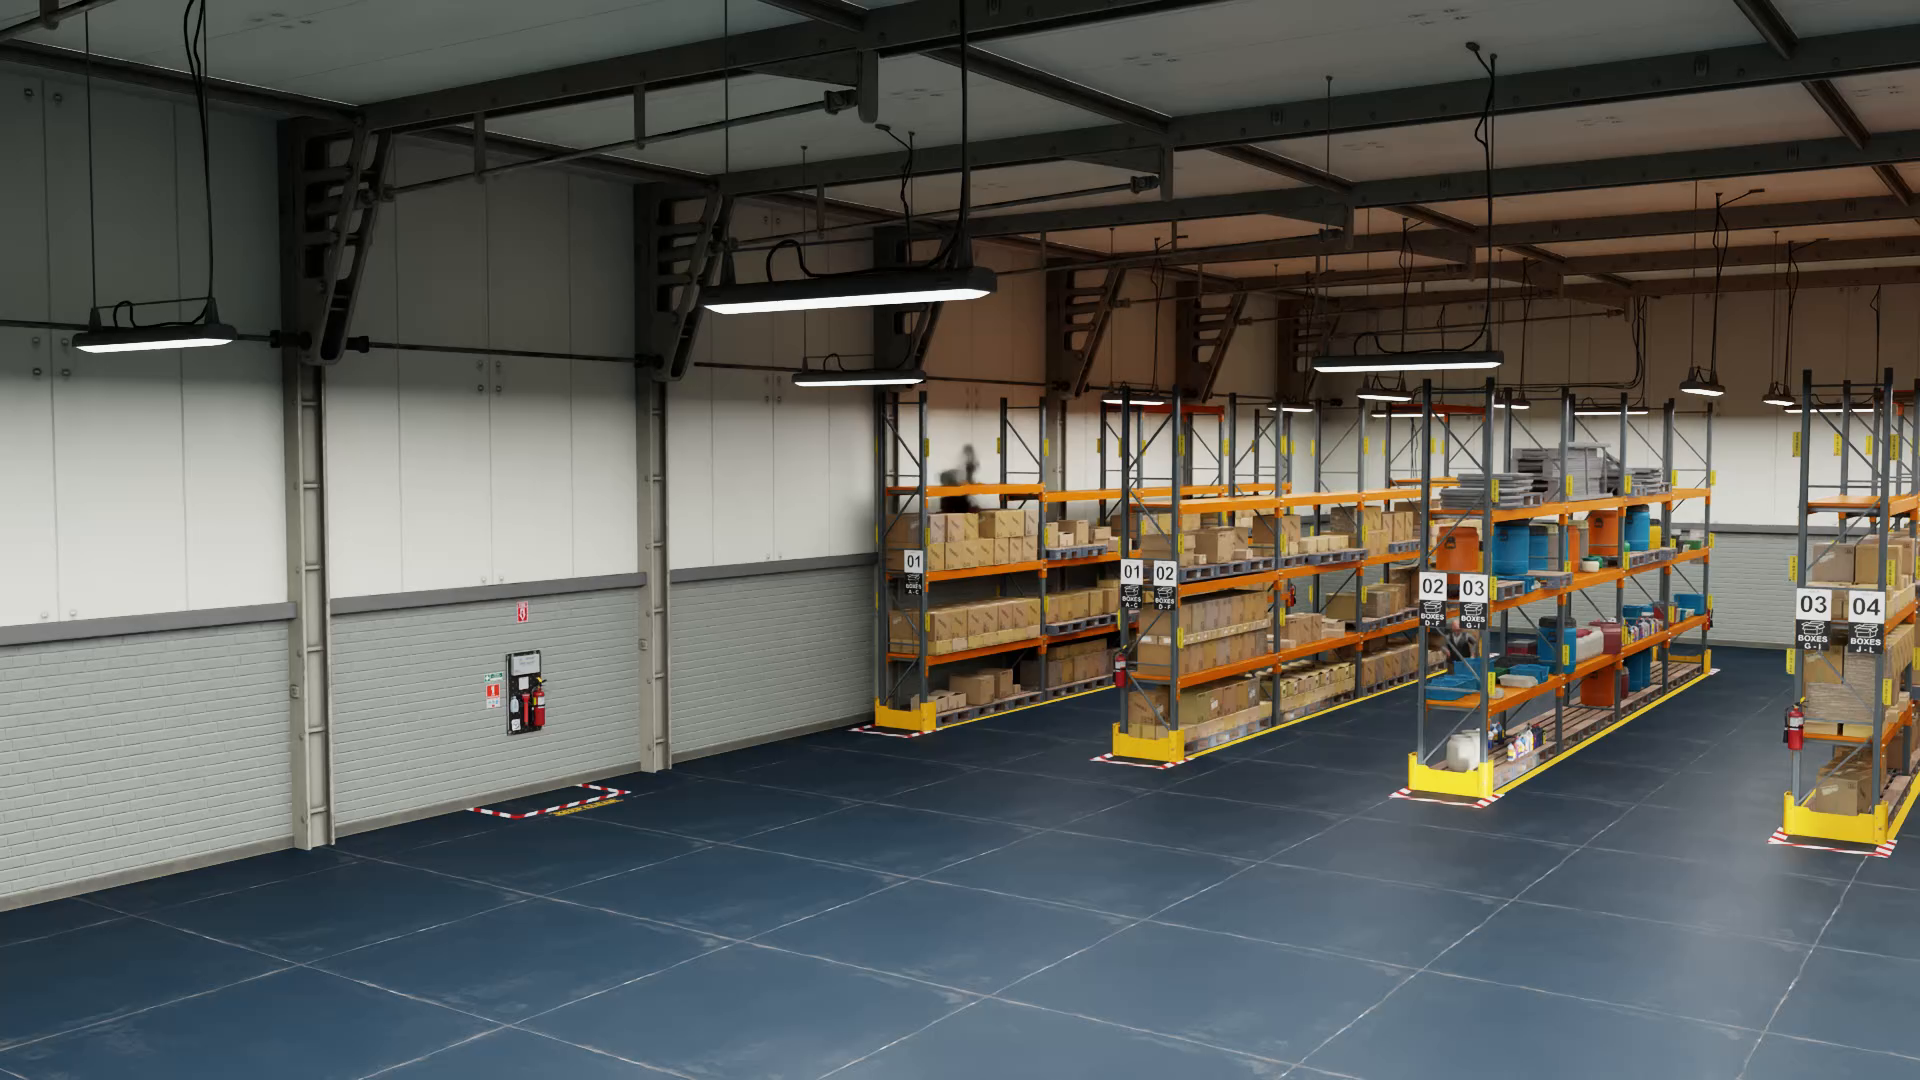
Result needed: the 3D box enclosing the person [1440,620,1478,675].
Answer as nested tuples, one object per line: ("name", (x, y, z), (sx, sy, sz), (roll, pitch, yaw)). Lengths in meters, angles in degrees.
("person", (9.520, 2.397, 31.817), (0.661, 1.742, 0.707), (2, 4, 31))
